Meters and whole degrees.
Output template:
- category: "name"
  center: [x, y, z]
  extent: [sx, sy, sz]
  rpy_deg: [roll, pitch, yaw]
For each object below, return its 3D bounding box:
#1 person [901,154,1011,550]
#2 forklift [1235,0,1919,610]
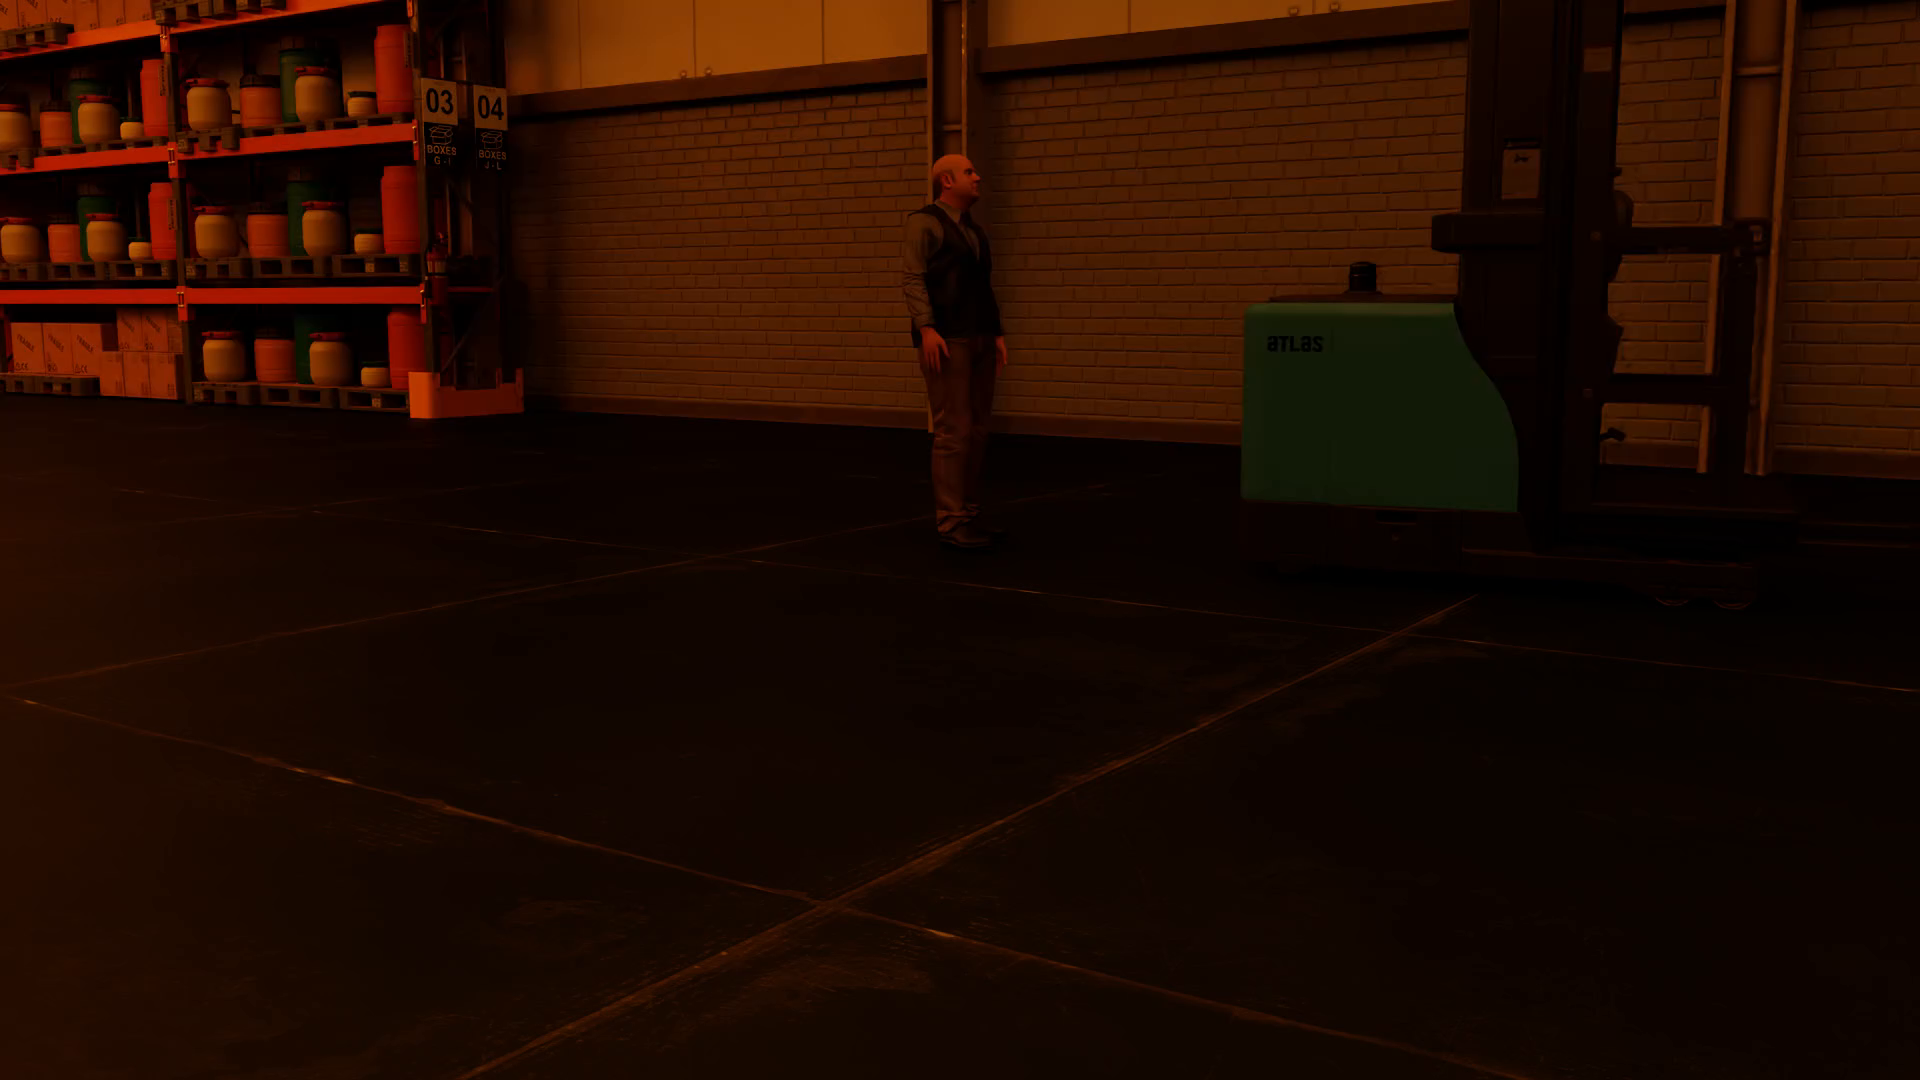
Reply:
- category: "person"
  center: [0.048, -0.854, 7.441]
  extent: [0.566, 1.722, 0.634]
  rpy_deg: [5, 10, 34]
- category: "forklift"
  center: [2.659, -1.288, 6.249]
  extent: [3.031, 2.935, 1.130]
  rpy_deg: [3, 9, 22]
